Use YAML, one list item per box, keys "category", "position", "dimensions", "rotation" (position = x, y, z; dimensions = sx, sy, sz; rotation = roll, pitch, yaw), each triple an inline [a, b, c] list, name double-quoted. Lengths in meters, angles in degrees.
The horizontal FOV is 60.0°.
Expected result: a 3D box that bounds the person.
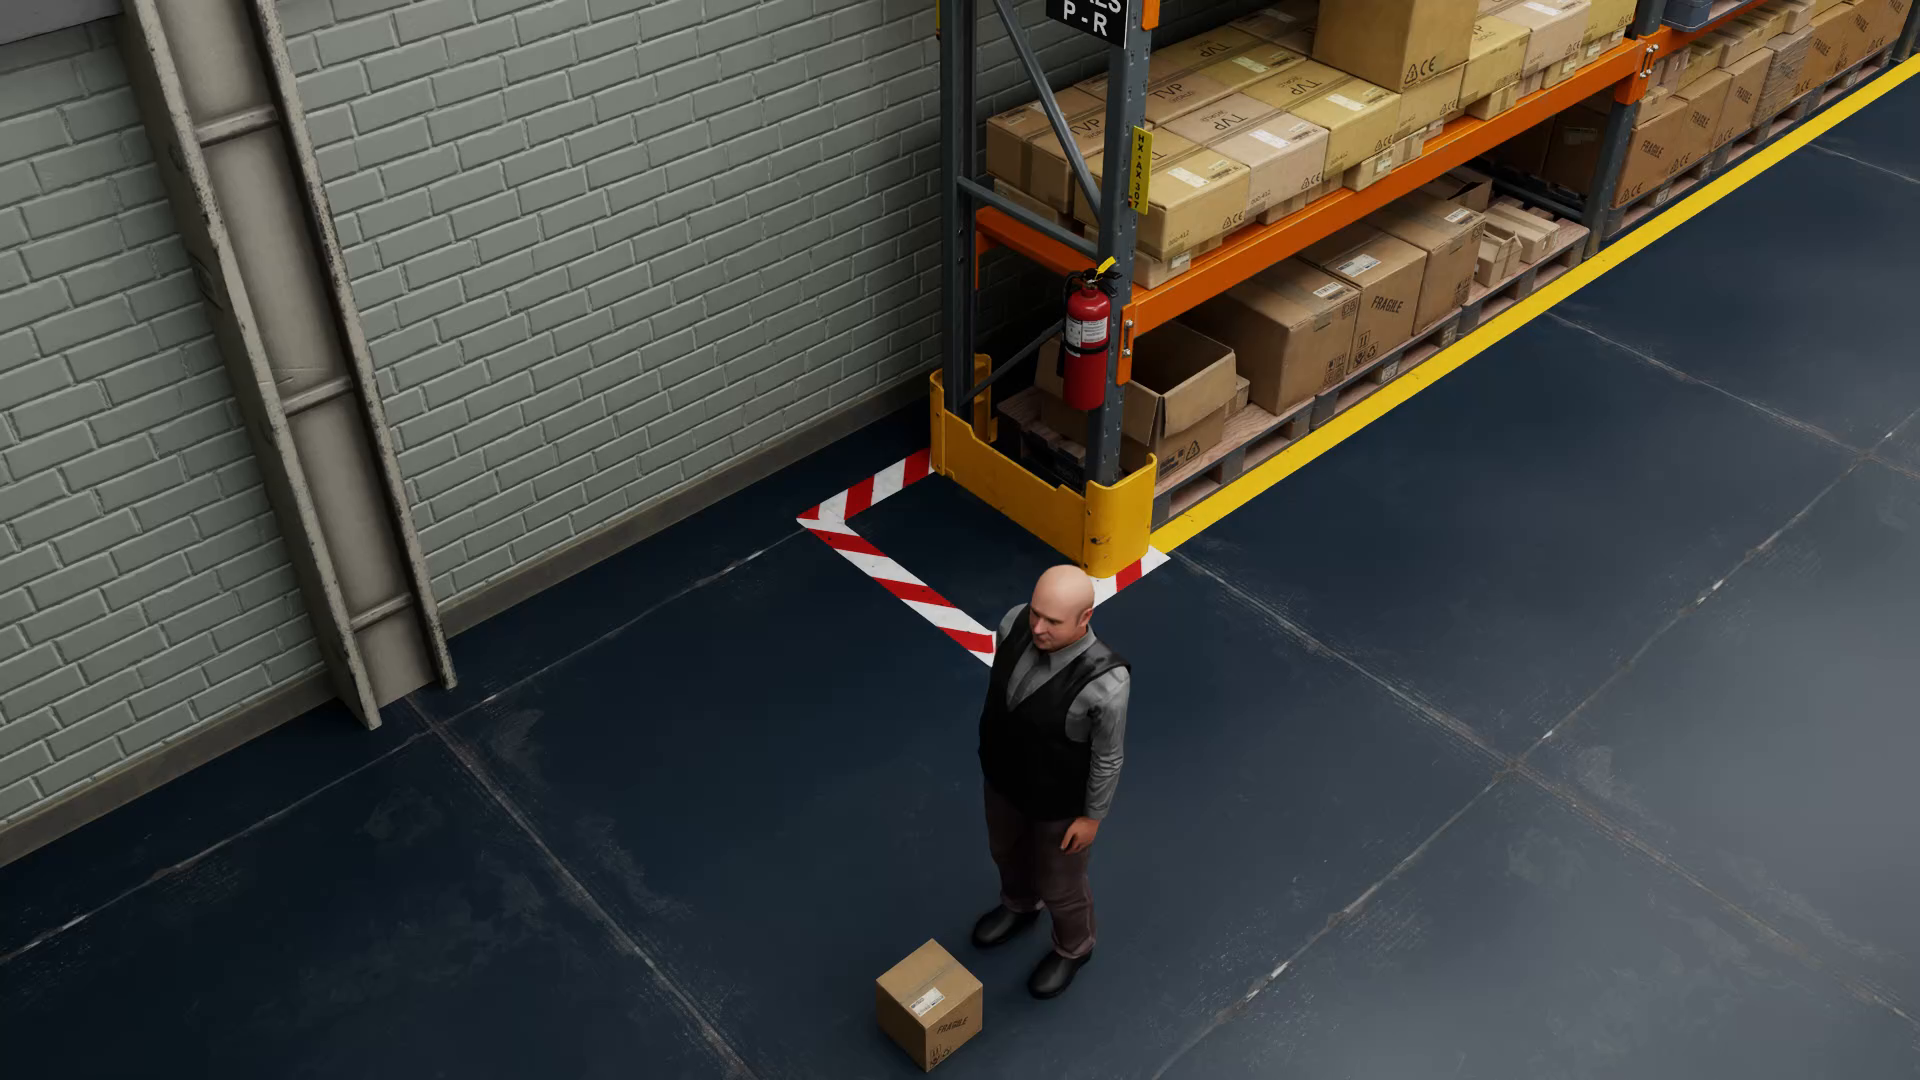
- category: "person"
  position: [0.273, 0.770, 5.254]
  dimensions: [0.359, 1.723, 0.531]
  rotation: [-29, 48, -30]
